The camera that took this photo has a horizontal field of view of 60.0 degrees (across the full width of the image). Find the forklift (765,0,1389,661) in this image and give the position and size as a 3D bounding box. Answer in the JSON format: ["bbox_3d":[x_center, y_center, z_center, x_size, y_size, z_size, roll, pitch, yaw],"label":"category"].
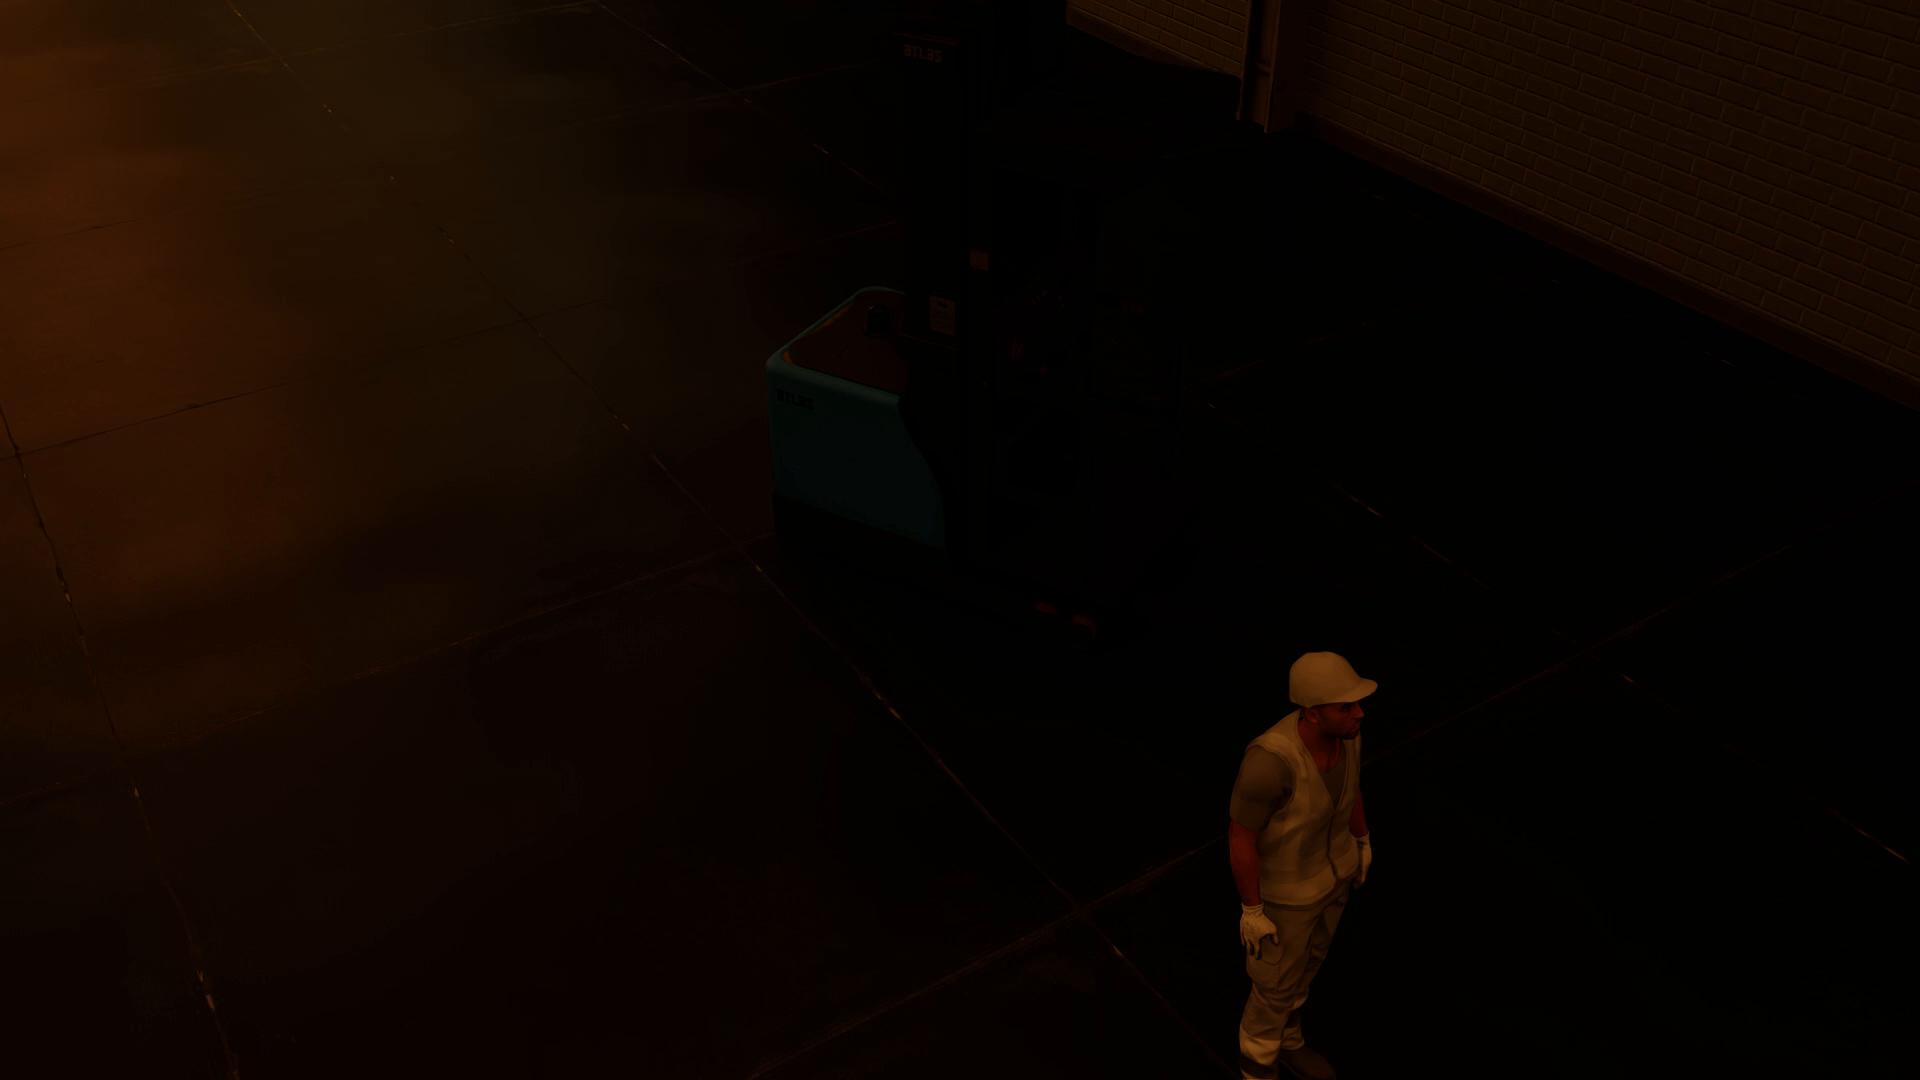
[{"bbox_3d":[0.570,-1.025,7.606,3.031,2.935,1.130,18,39,24],"label":"forklift"}]

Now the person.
[{"bbox_3d":[1.180,1.162,5.474,0.638,1.787,0.564,-27,43,-33],"label":"person"}]
